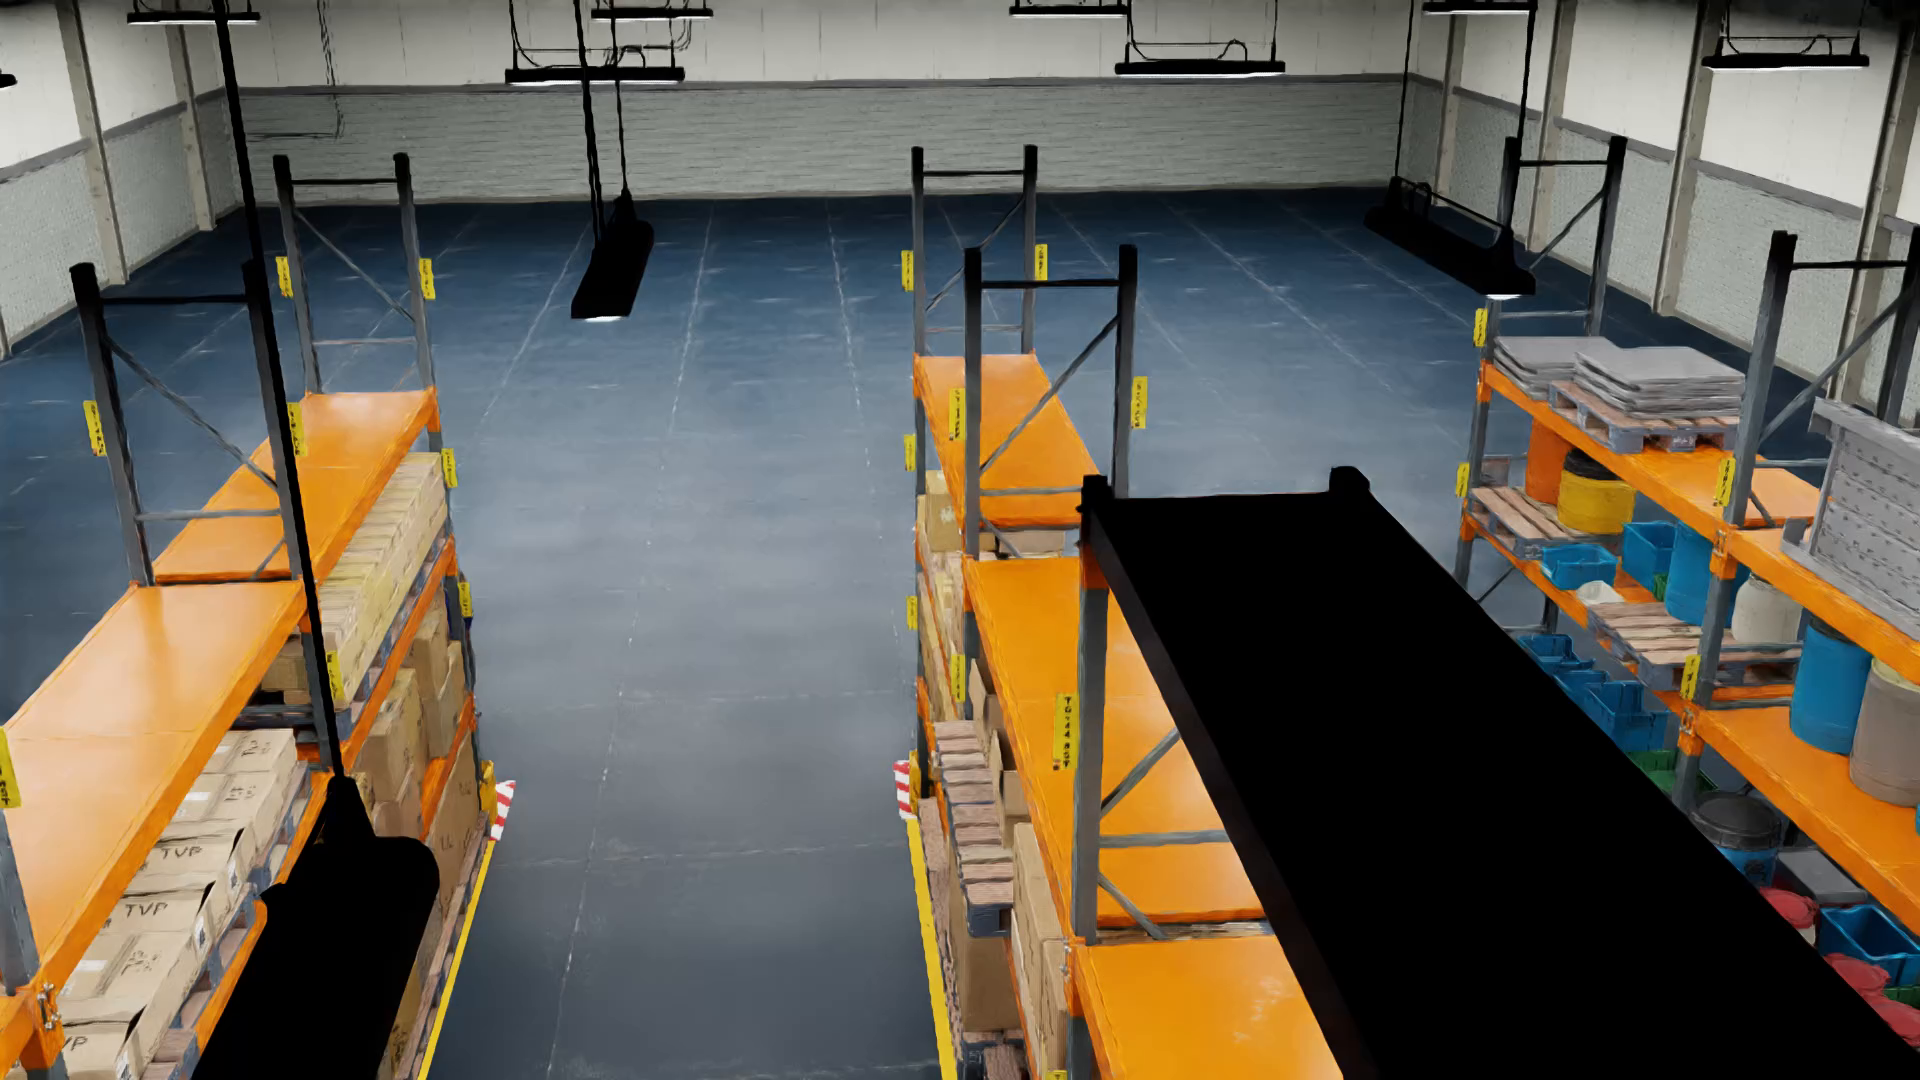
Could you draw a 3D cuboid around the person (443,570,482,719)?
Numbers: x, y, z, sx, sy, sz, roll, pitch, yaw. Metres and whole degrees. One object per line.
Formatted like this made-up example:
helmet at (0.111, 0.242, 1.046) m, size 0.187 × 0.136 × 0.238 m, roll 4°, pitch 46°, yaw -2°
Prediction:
person at (-5.132, 1.100, 16.666) m, size 0.519 × 1.633 × 0.523 m, roll 13°, pitch 25°, yaw 29°
